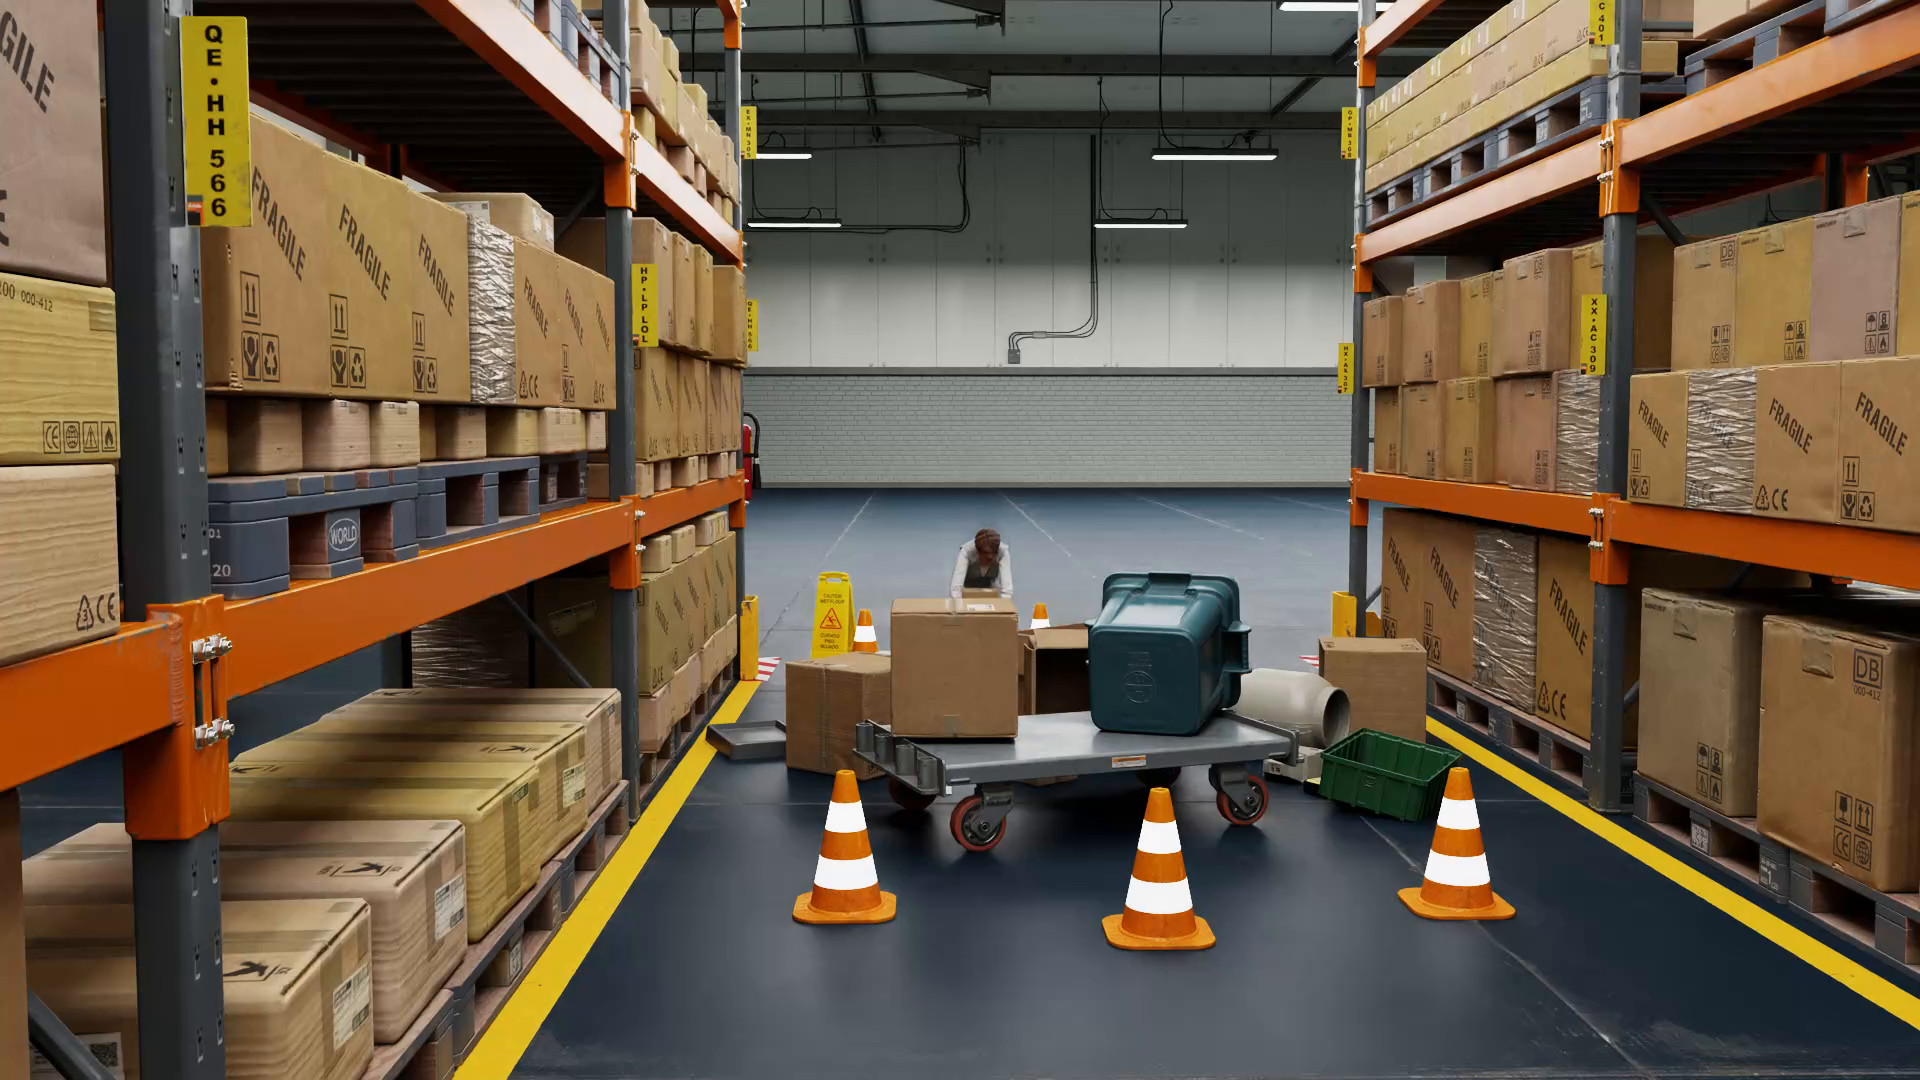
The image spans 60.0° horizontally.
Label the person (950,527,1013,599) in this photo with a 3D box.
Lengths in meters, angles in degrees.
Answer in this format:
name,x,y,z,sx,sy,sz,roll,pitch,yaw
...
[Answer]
name,x,y,z,sx,sy,sz,roll,pitch,yaw
person,0.149,0.337,12.039,0.445,0.888,0.817,0,4,-1
